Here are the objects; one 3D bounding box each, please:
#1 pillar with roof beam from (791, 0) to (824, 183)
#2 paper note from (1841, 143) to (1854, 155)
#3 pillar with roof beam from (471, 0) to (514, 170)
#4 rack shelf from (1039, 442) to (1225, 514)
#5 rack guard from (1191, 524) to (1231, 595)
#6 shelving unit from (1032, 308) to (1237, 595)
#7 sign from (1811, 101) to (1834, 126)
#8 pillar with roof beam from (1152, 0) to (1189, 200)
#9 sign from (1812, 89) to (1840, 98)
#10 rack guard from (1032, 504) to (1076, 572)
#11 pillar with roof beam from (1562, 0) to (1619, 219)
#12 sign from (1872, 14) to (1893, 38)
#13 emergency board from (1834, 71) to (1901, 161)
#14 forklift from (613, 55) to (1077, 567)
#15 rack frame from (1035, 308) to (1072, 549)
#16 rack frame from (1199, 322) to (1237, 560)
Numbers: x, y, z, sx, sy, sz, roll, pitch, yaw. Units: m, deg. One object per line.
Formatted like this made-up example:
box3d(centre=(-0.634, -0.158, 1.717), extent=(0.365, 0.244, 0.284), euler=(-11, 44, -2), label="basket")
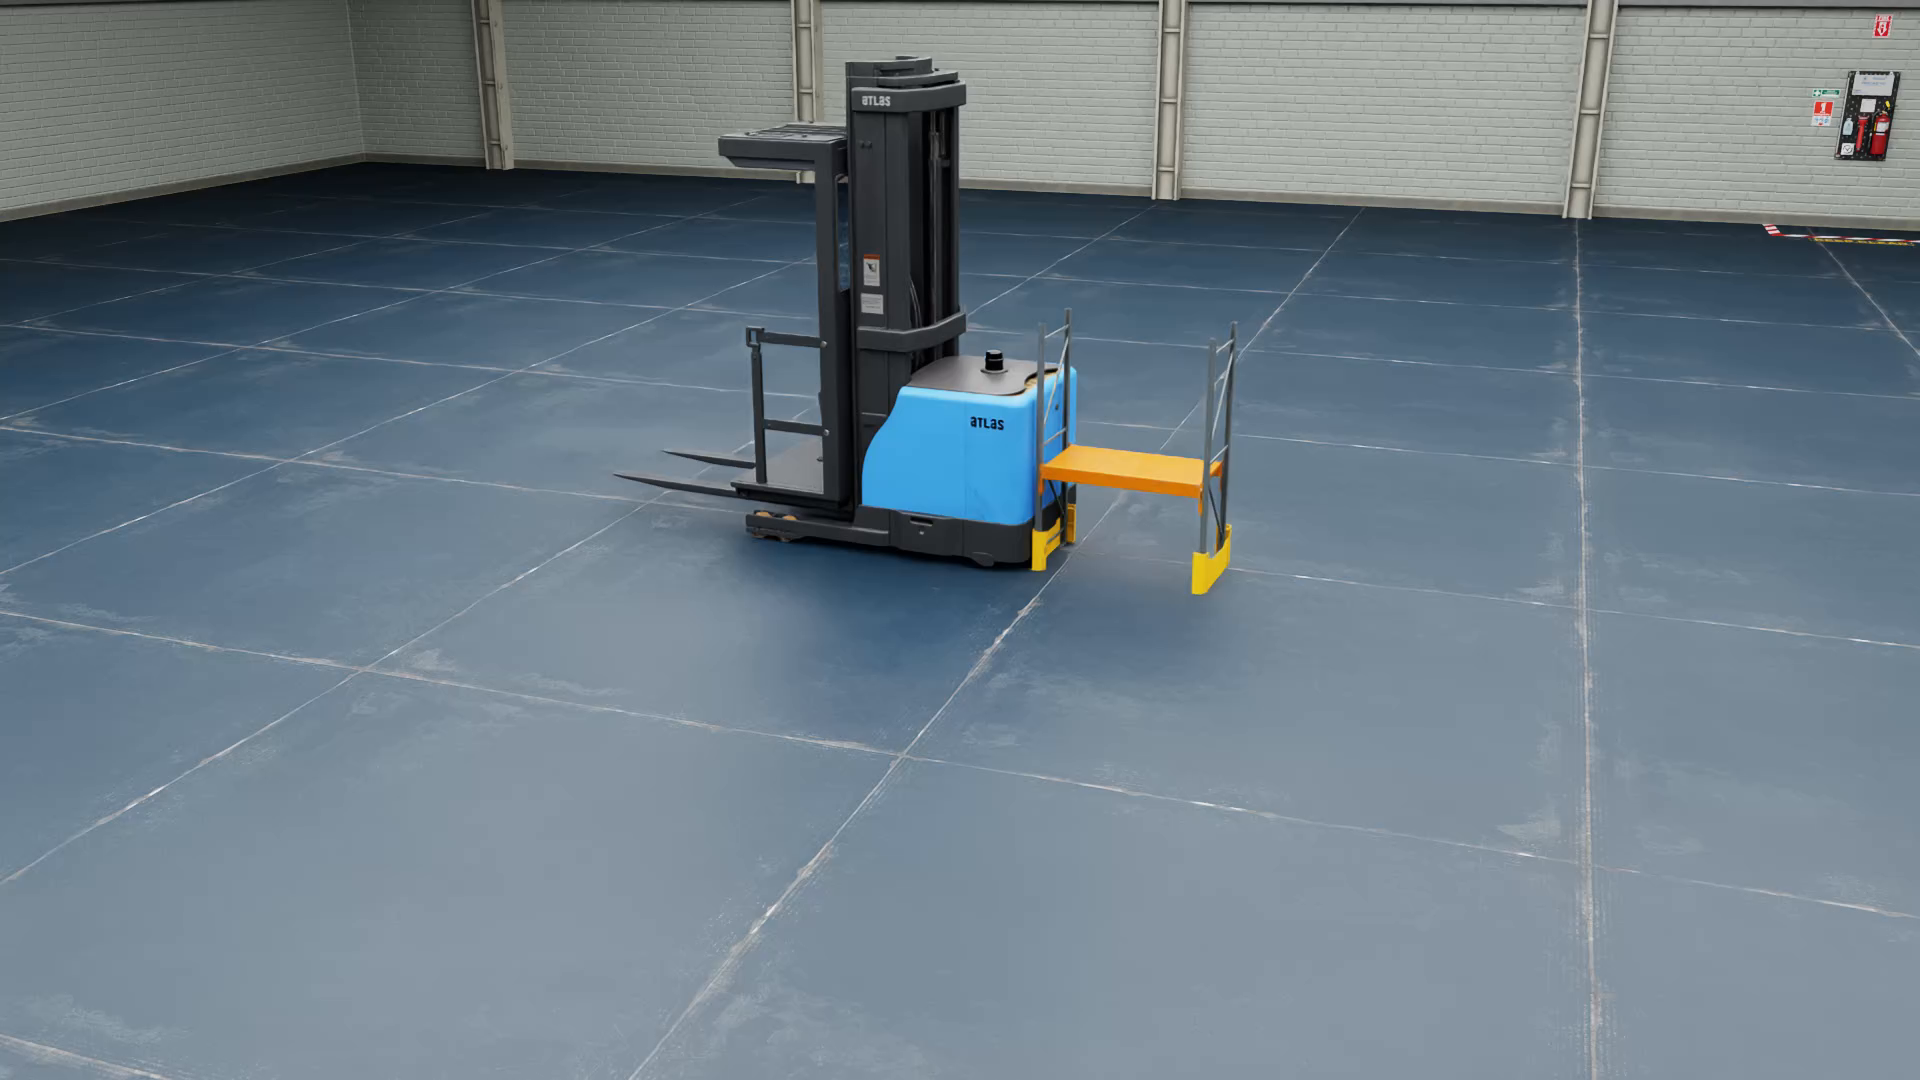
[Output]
box3d(centre=(-3.885, -8.848, 22.288), extent=(0.400, 9.000, 9.100), euler=(7, 20, 18), label="pillar with roof beam")
box3d(centre=(12.064, -5.313, 22.598), extent=(0.142, 0.148, 0.016), euler=(7, 20, 18), label="paper note")
box3d(centre=(-9.553, -9.496, 24.147), extent=(0.400, 9.000, 9.100), euler=(7, 20, 18), label="pillar with roof beam")
box3d(centre=(1.030, -0.377, 9.924), extent=(1.000, 0.185, 0.538), euler=(8, 21, 22), label="rack shelf")
box3d(centre=(1.495, 0.110, 9.881), extent=(0.087, 0.250, 0.587), euler=(8, 21, 22), label="rack guard")
box3d(centre=(1.038, -0.545, 9.862), extent=(1.083, 1.500, 0.587), euler=(8, 21, 22), label="shelving unit")
box3d(centre=(11.720, -5.797, 22.594), extent=(0.234, 0.329, 0.001), euler=(7, 20, 18), label="sign")
box3d(centre=(1.782, -8.200, 20.428), extent=(0.400, 9.000, 9.100), euler=(7, 20, 18), label="pillar with roof beam")
box3d(centre=(11.722, -6.044, 22.498), extent=(0.331, 0.109, 0.001), euler=(7, 20, 18), label="sign")
box3d(centre=(0.581, -0.020, 10.254), extent=(0.087, 0.250, 0.587), euler=(8, 21, 22), label="rack guard")
box3d(centre=(7.450, -7.552, 18.569), extent=(0.400, 9.000, 9.100), euler=(7, 20, 18), label="pillar with roof beam")
box3d(centre=(12.234, -6.815, 22.047), extent=(0.199, 0.298, 0.001), euler=(7, 20, 18), label="sign")
box3d(centre=(12.209, -5.688, 22.337), extent=(0.643, 1.169, 0.194), euler=(7, 20, 18), label="emergency board")
box3d(centre=(-0.815, -1.521, 10.487), extent=(3.031, 2.935, 1.130), euler=(8, 21, 22), label="forklift")
box3d(centre=(0.563, -0.613, 10.055), extent=(0.032, 1.500, 0.500), euler=(8, 21, 22), label="rack frame")
box3d(centre=(1.497, -0.480, 9.675), extent=(0.032, 1.500, 0.500), euler=(8, 21, 22), label="rack frame")
